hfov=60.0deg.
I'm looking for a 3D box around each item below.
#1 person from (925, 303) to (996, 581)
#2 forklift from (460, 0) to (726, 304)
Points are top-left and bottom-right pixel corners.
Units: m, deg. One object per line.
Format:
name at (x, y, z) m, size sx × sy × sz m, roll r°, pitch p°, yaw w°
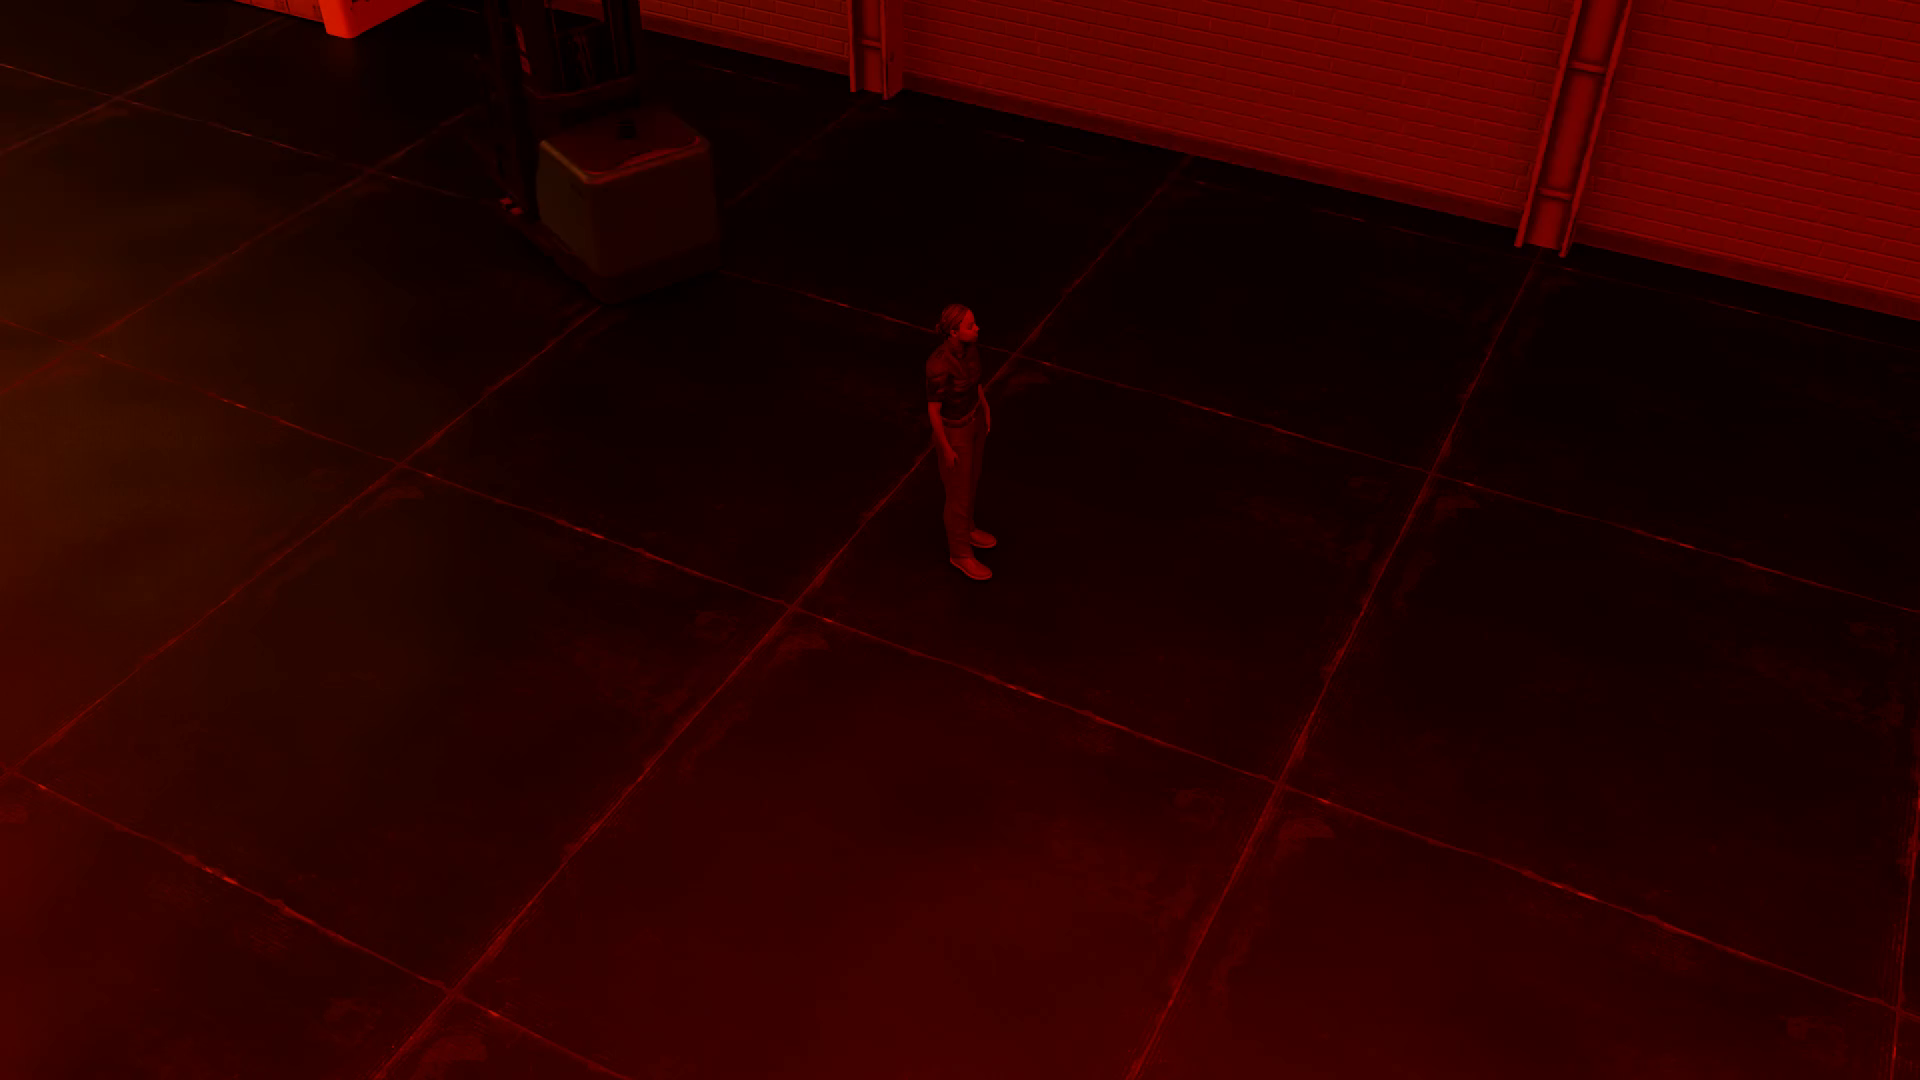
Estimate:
person at (0.068, -0.600, 9.678) m, size 0.503 × 1.656 × 0.565 m, roll 18°, pitch 43°, yaw 21°
forklift at (-3.057, -3.755, 12.445) m, size 1.130 × 2.935 × 3.031 m, roll -25°, pitch 46°, yaw -27°
